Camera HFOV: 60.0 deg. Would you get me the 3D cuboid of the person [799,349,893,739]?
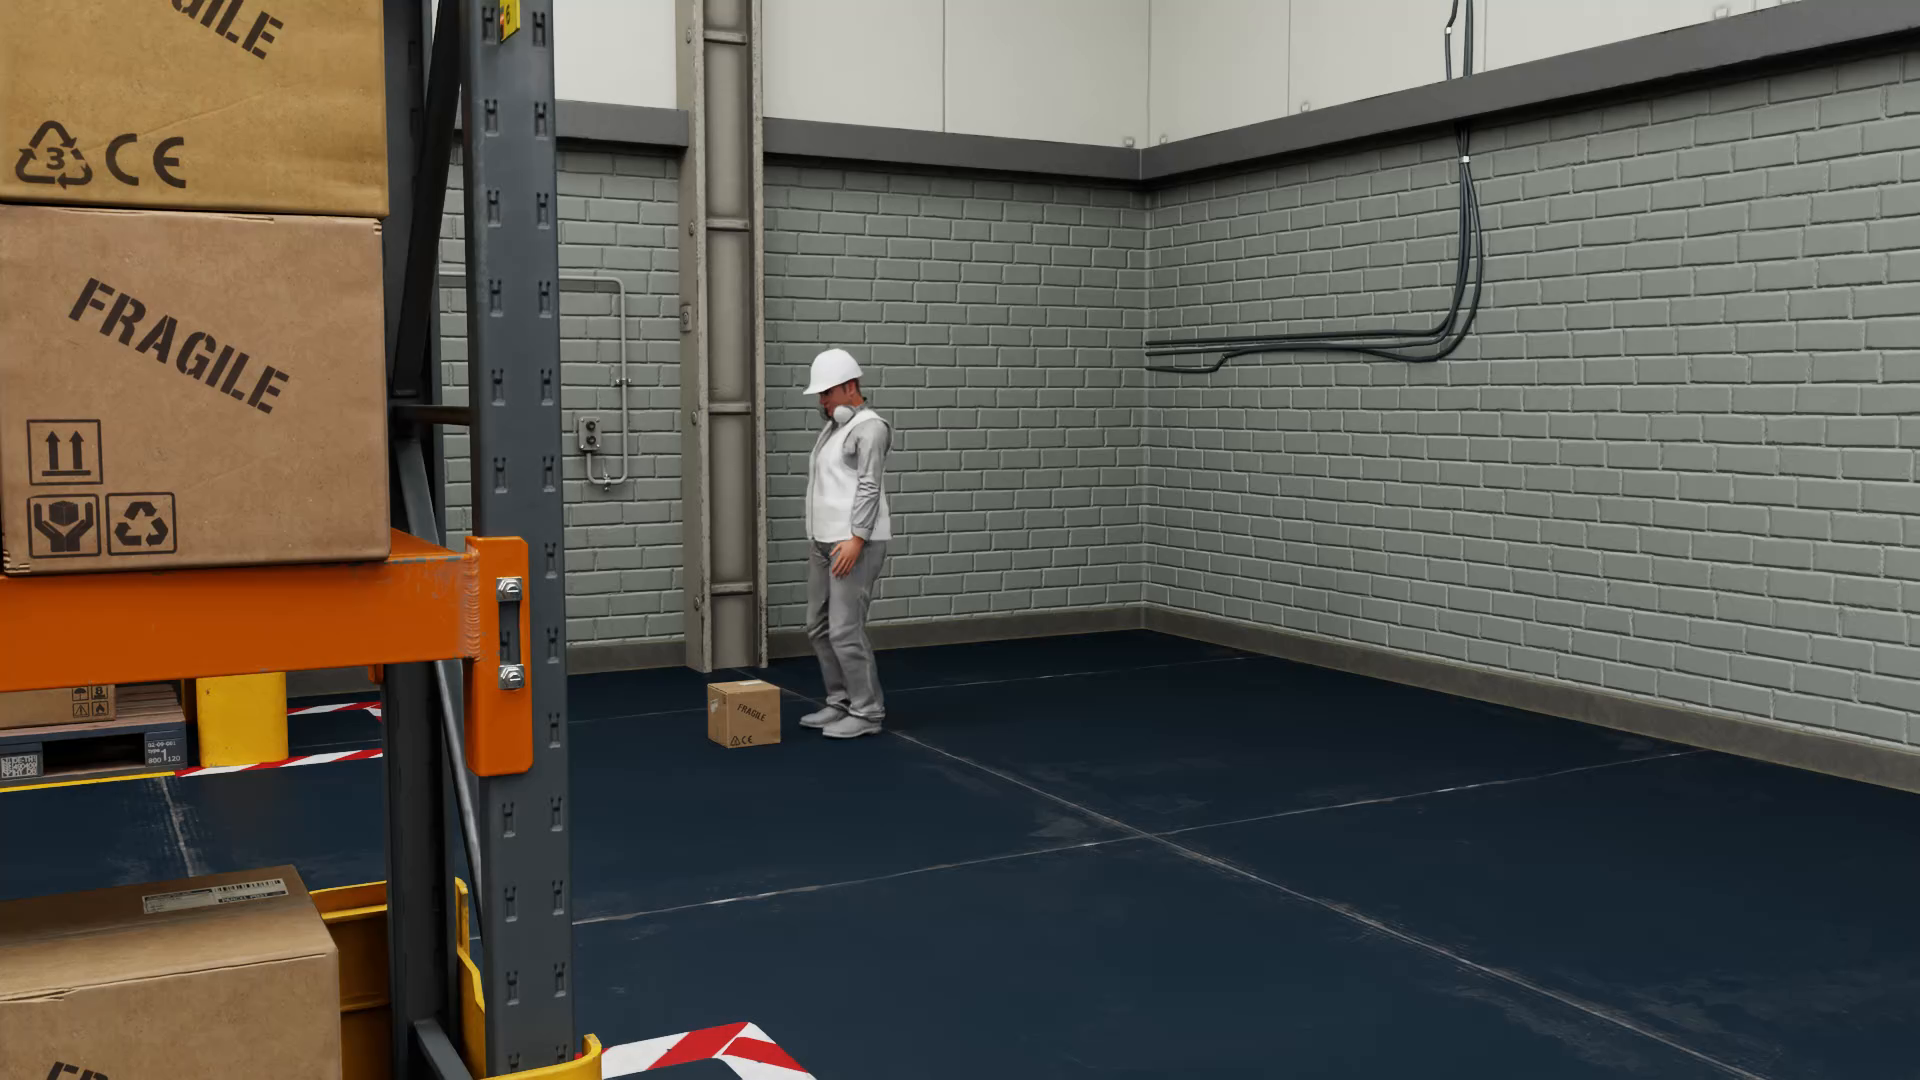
[{"bbox_3d":[-0.525,0.012,7.589,0.389,1.756,0.540,-3,6,-28],"label":"person"}]
